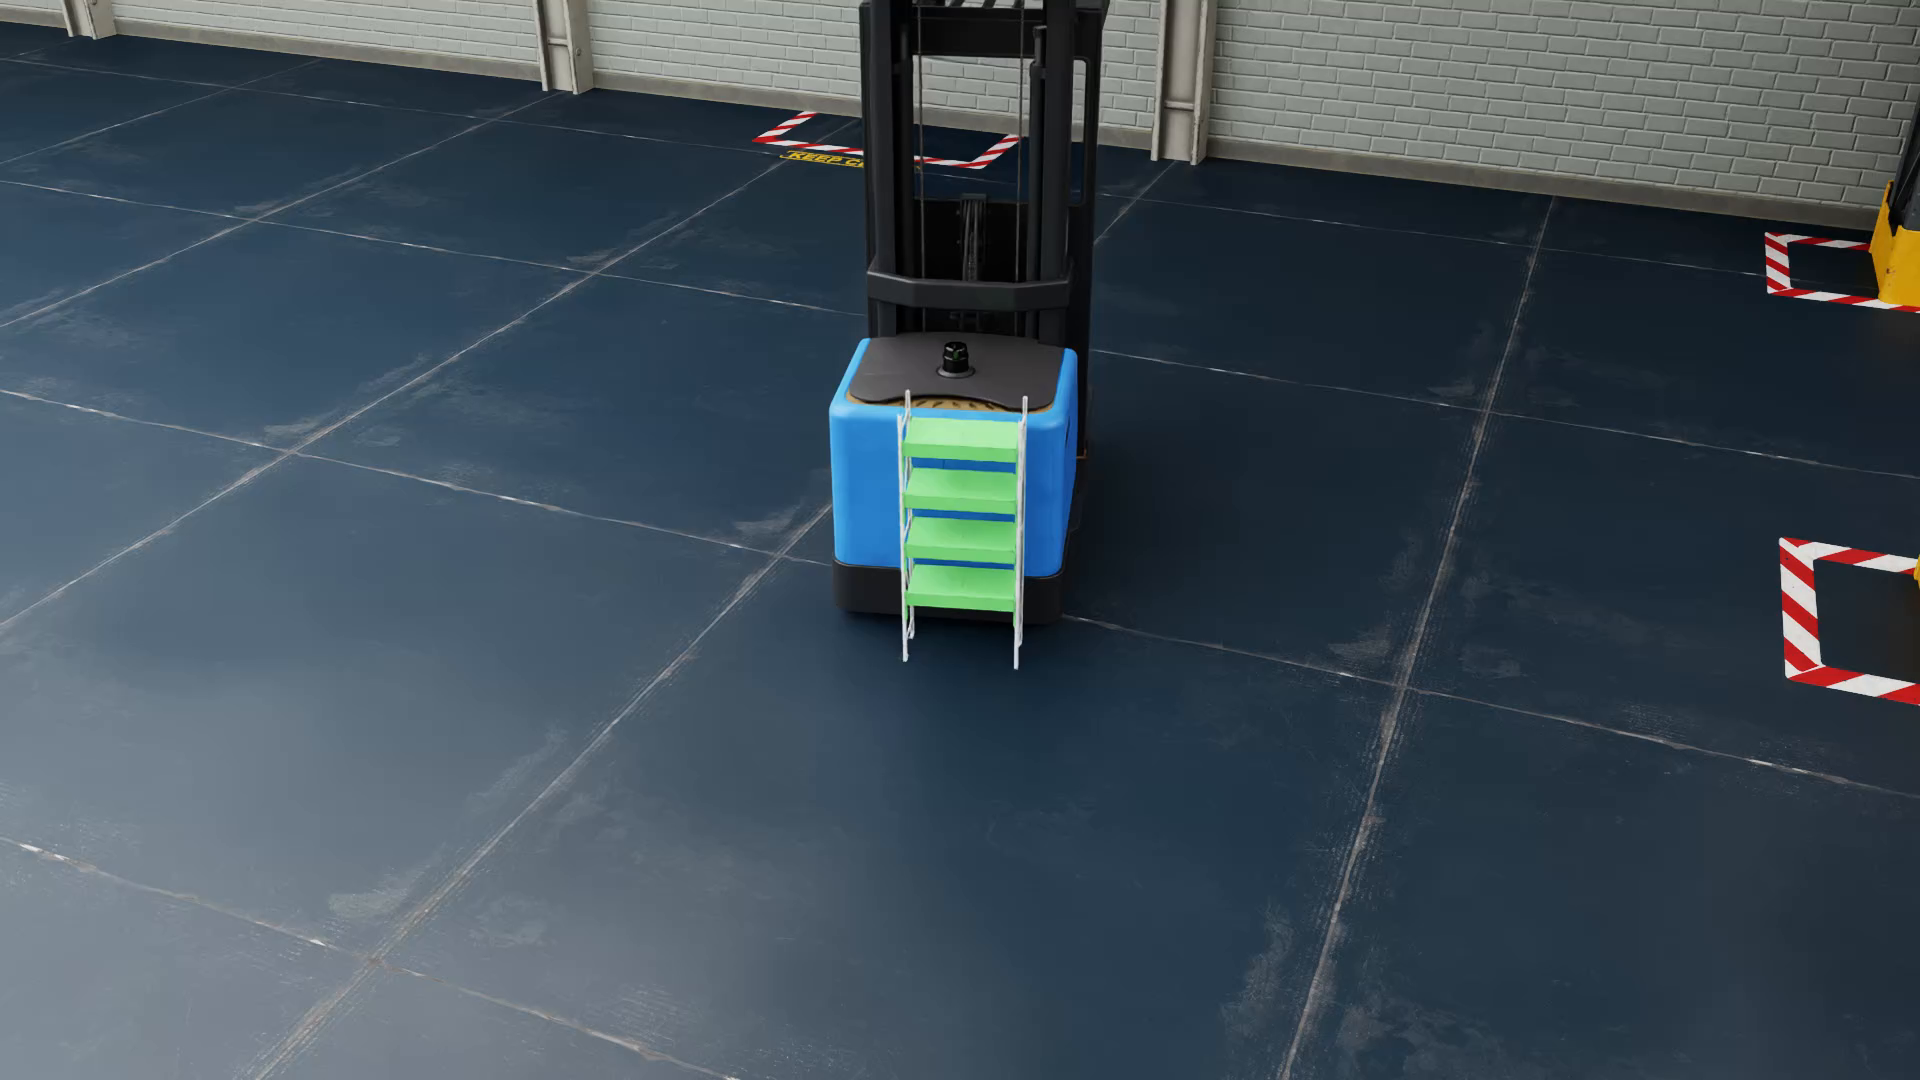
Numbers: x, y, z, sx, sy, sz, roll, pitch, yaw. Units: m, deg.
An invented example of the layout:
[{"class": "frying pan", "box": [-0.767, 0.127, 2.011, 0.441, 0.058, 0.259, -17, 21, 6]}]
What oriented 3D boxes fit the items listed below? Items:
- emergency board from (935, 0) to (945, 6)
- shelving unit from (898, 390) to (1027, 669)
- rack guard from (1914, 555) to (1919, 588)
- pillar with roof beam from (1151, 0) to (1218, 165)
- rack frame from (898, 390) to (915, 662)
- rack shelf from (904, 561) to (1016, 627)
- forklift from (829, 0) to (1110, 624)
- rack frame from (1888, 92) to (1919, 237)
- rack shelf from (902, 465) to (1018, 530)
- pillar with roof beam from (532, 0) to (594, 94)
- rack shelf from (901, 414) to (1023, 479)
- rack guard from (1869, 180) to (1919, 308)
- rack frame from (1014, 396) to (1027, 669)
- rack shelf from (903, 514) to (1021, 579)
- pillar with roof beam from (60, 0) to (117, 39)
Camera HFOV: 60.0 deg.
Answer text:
[{"class": "emergency board", "box": [-0.447, -4.981, 14.014, 0.643, 1.169, 0.194, 11, 31, 19]}, {"class": "shelving unit", "box": [0.014, -0.028, 7.076, 0.503, 1.200, 0.258, 3, 31, 6]}, {"class": "rack guard", "box": [4.533, 0.212, 7.367, 0.348, 0.500, 1.175, 11, 31, 19]}, {"class": "pillar with roof beam", "box": [0.210, -5.155, 8.225, 0.400, 9.000, 9.100, 11, 31, 19]}, {"class": "rack frame", "box": [-0.228, -0.043, 7.101, 0.015, 1.200, 0.240, 3, 31, 6]}, {"class": "rack shelf", "box": [0.014, 0.234, 7.230, 0.480, 0.148, 0.258, 3, 31, 6]}, {"class": "forklift", "box": [0.125, -1.601, 8.104, 1.130, 2.935, 3.031, 4, 30, 6]}, {"class": "rack frame", "box": [6.415, -3.131, 10.742, 0.127, 3.000, 1.000, 11, 31, 19]}, {"class": "rack shelf", "box": [0.013, -0.180, 6.987, 0.480, 0.148, 0.258, 3, 31, 6]}, {"class": "pillar with roof beam", "box": [-5.350, -6.265, 10.189, 0.400, 9.000, 9.100, 11, 31, 19]}, {"class": "rack shelf", "box": [0.013, -0.387, 6.865, 0.480, 0.148, 0.258, 3, 31, 6]}, {"class": "rack guard", "box": [6.485, -2.029, 11.332, 0.348, 0.500, 1.175, 11, 31, 19]}, {"class": "rack frame", "box": [0.256, -0.014, 7.050, 0.015, 1.200, 0.240, 3, 31, 6]}, {"class": "rack shelf", "box": [0.014, 0.027, 7.108, 0.480, 0.148, 0.258, 3, 31, 6]}, {"class": "pillar with roof beam", "box": [-10.909, -7.375, 12.153, 0.400, 9.000, 9.100, 11, 31, 19]}]
